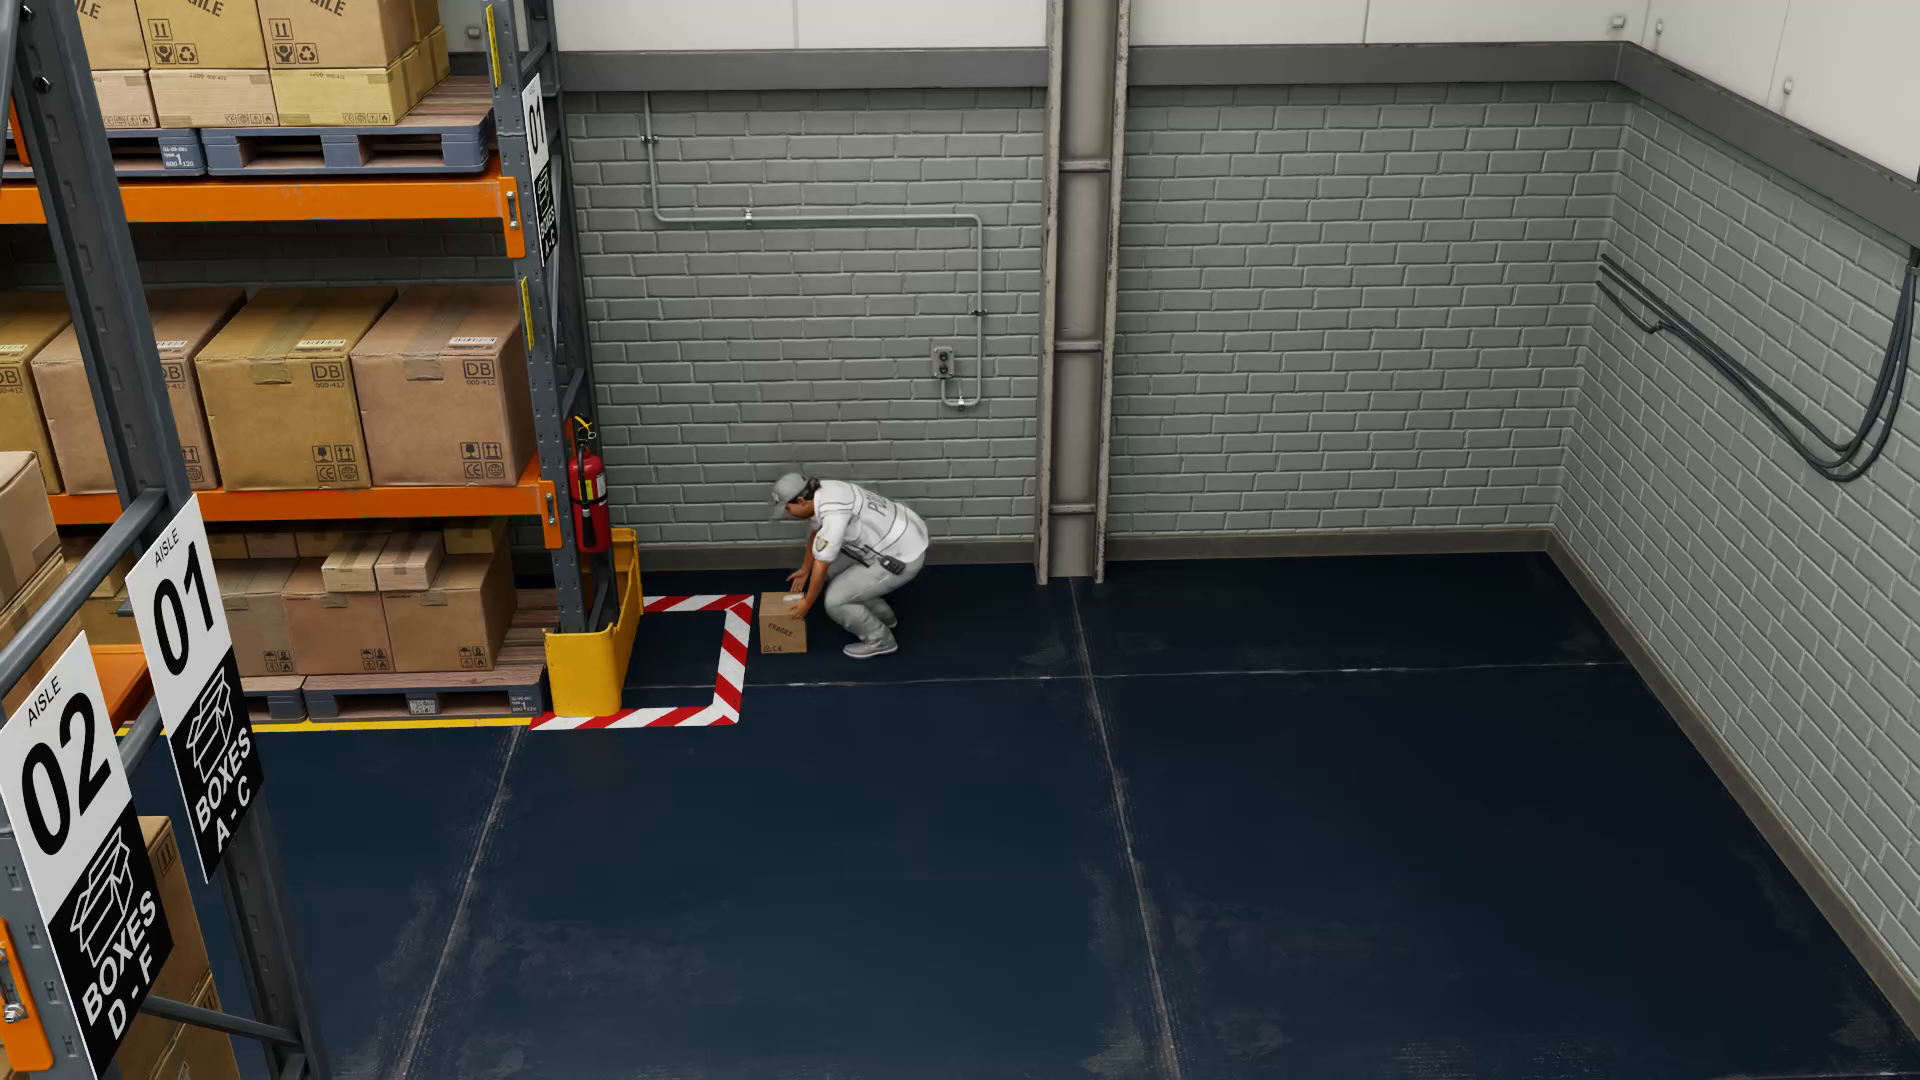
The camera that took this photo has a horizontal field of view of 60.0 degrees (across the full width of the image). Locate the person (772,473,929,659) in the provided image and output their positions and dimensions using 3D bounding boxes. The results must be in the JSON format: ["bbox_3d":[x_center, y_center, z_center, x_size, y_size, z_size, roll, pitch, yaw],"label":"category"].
[{"bbox_3d":[-0.589,0.105,9.068,0.838,1.067,0.532,-1,28,-3],"label":"person"}]
